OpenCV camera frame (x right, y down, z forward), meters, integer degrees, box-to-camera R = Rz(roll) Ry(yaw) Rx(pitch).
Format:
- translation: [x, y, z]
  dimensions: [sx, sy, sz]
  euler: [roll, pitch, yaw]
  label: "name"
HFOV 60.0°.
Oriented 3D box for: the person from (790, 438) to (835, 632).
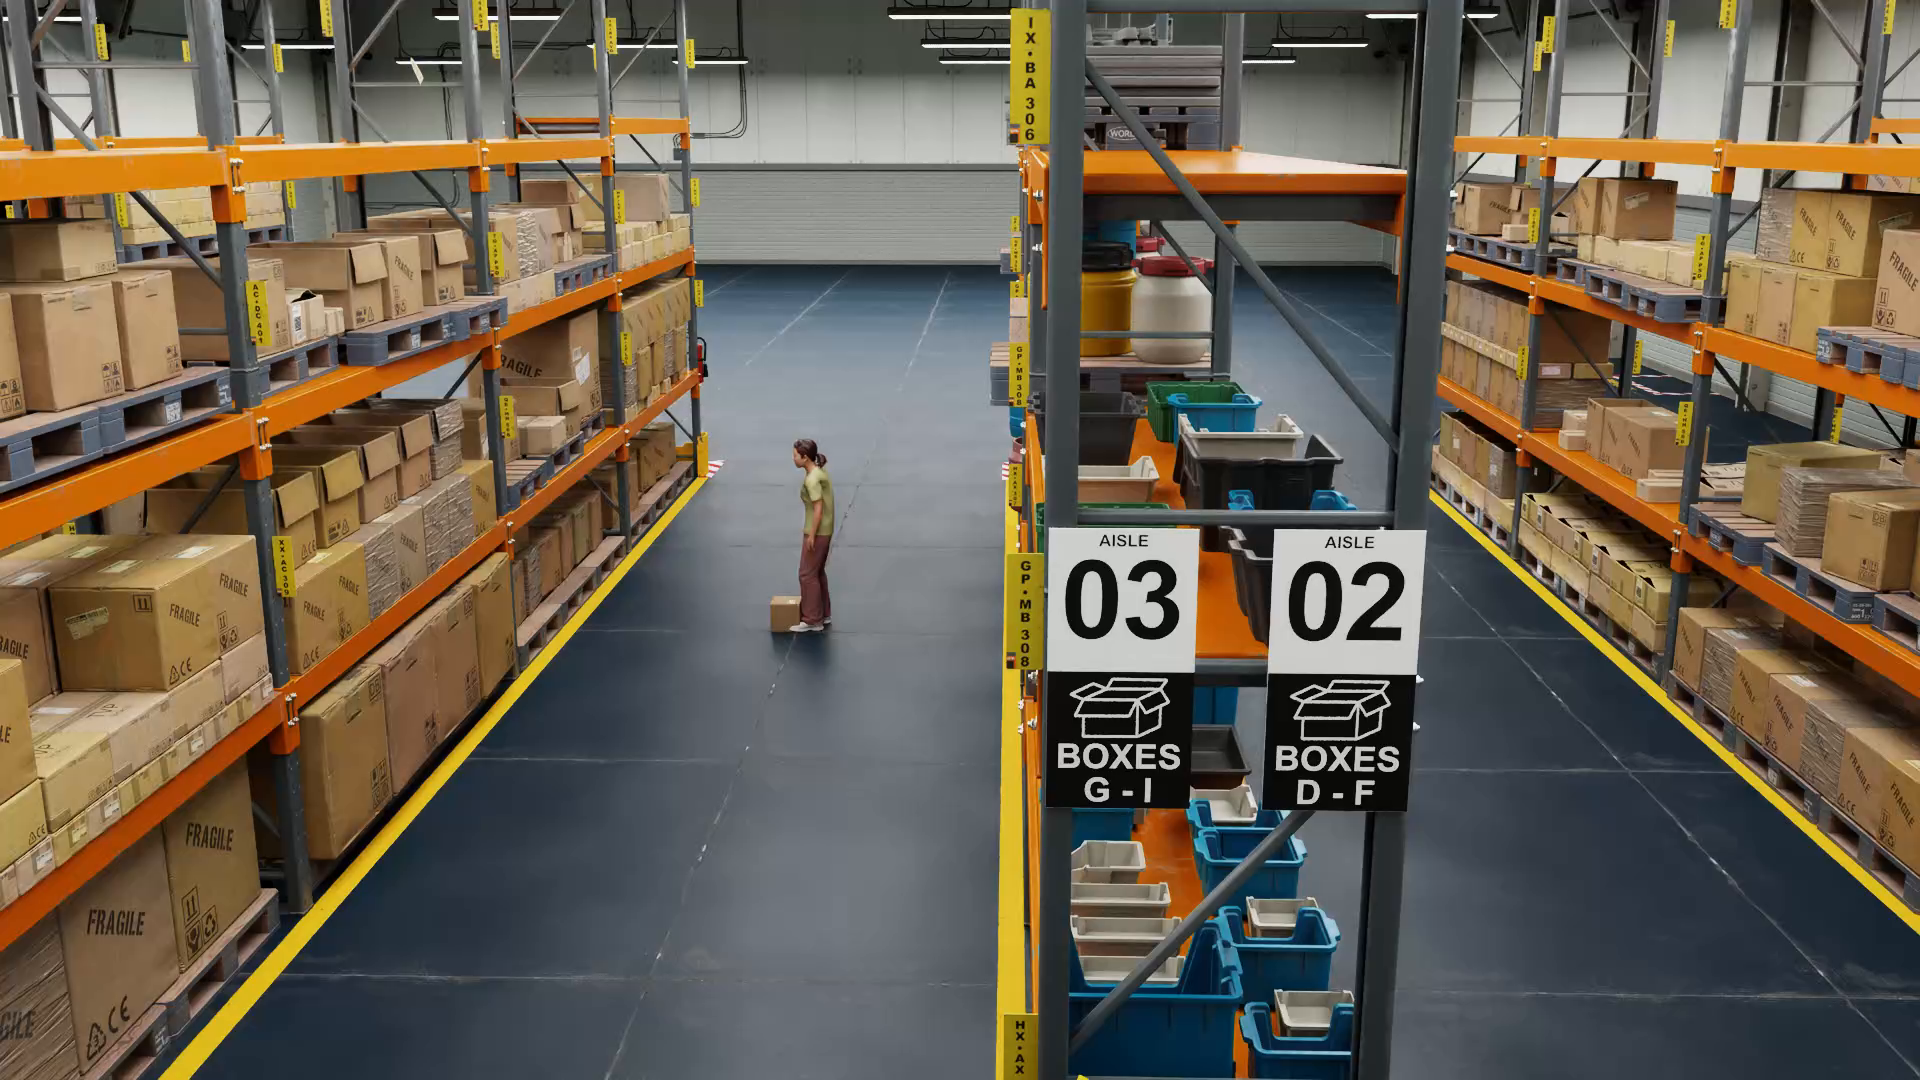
- translation: [-1.274, -0.052, 14.212]
  dimensions: [0.409, 1.672, 0.497]
  euler: [0, 14, 2]
  label: "person"
